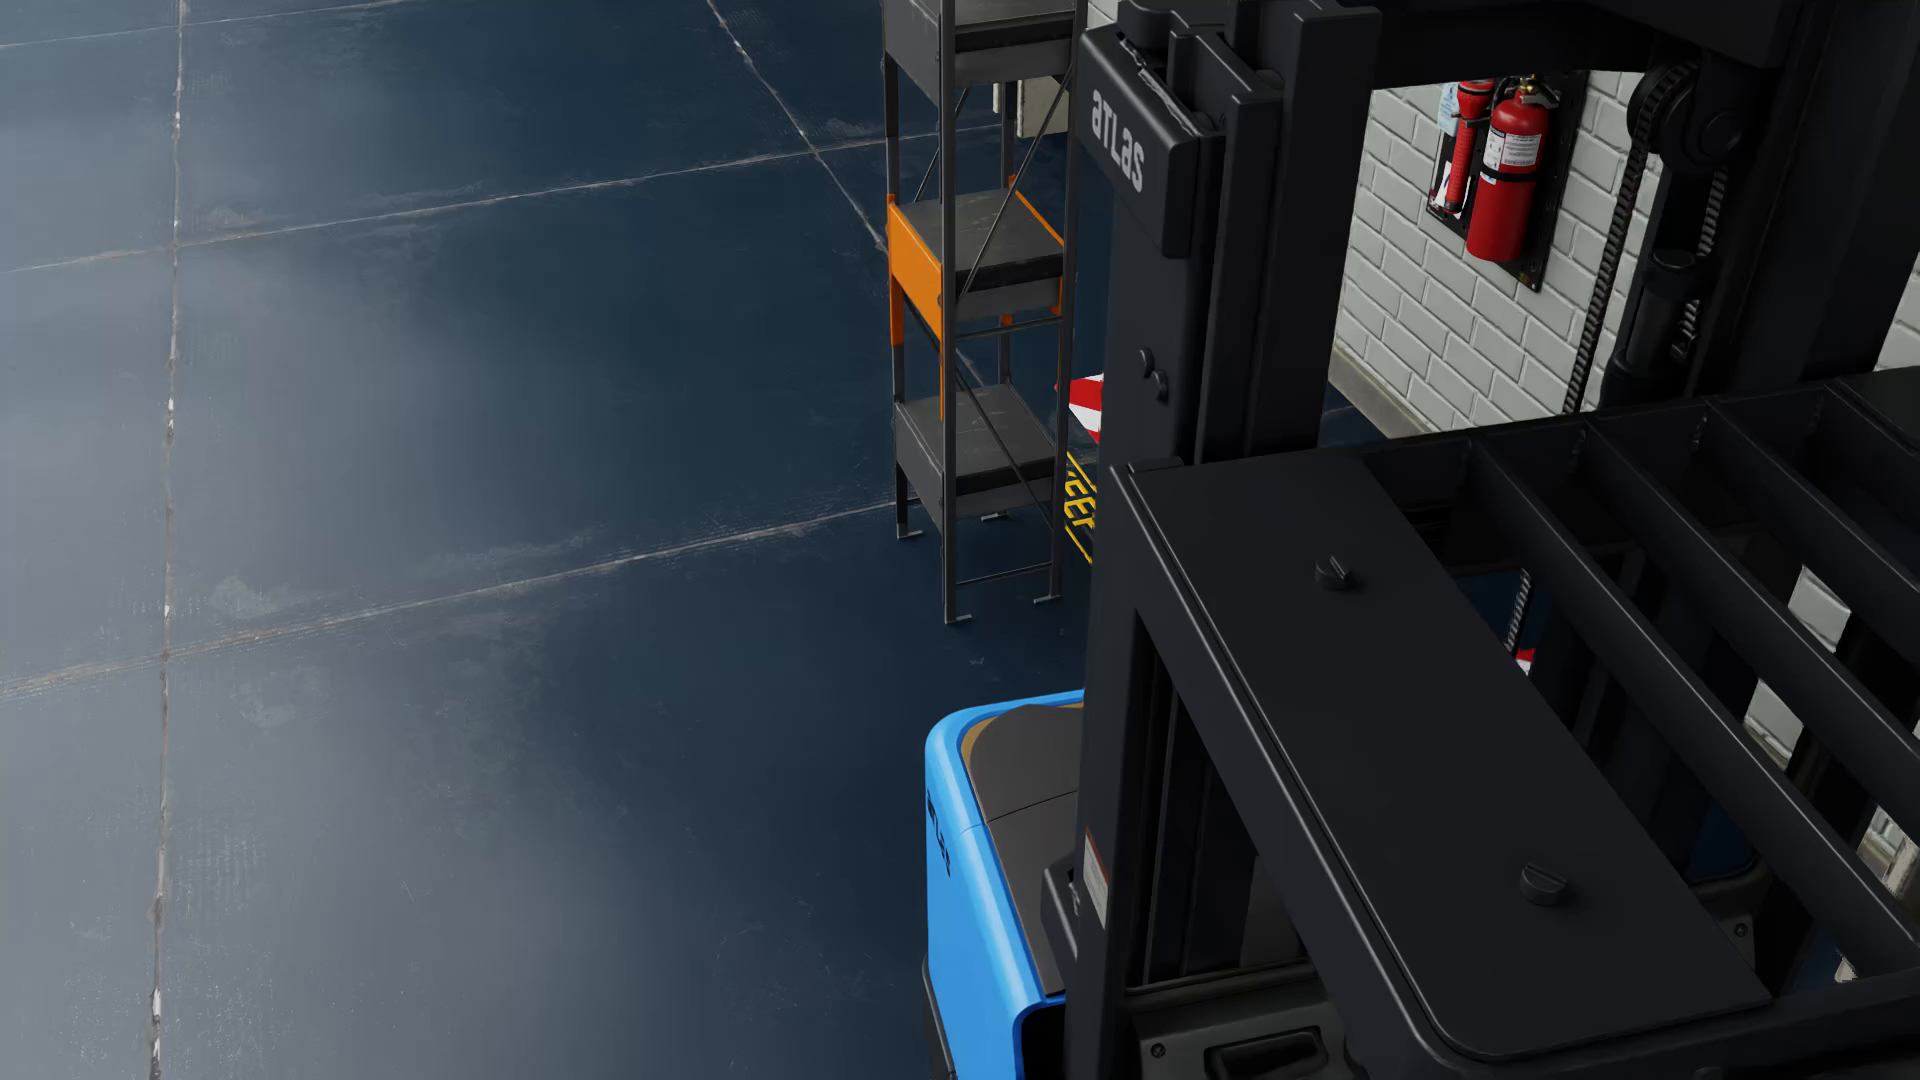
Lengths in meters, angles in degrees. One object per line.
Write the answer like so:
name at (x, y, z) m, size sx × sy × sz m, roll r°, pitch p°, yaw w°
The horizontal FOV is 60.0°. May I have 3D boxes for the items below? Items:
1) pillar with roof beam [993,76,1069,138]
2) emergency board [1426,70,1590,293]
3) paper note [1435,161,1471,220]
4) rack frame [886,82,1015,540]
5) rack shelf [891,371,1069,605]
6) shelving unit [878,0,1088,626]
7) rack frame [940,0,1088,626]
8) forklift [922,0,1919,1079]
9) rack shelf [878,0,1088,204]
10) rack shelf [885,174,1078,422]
pillar with roof beam at (-3.656, -4.893, 4.767) m, size 9.100 × 9.000 × 0.400 m, roll -12°, pitch 39°, yaw -16°
emergency board at (1.636, -1.403, 5.119) m, size 0.194 × 1.169 × 0.643 m, roll -12°, pitch 39°, yaw -16°
paper note at (1.640, -1.165, 5.536) m, size 0.016 × 0.148 × 0.142 m, roll -12°, pitch 39°, yaw -16°
rack frame at (-0.027, -0.883, 5.177) m, size 0.400 × 2.100 × 0.015 m, roll -12°, pitch 39°, yaw -16°
rack shelf at (0.057, -0.175, 5.423) m, size 0.431 × 0.518 × 0.480 m, roll -12°, pitch 39°, yaw -16°
shelving unit at (0.057, -0.745, 4.994) m, size 0.431 × 2.100 × 0.503 m, roll -12°, pitch 39°, yaw -16°
rack frame at (0.141, -0.607, 4.811) m, size 0.400 × 2.100 × 0.015 m, roll -12°, pitch 39°, yaw -16°
forklift at (0.751, 0.845, 2.192) m, size 1.130 × 2.935 × 3.031 m, roll -8°, pitch 38°, yaw -11°
rack shelf at (0.057, -1.293, 4.581) m, size 0.431 × 0.518 × 0.480 m, roll -12°, pitch 39°, yaw -16°
rack shelf at (0.057, -0.734, 5.002) m, size 0.431 × 0.518 × 0.480 m, roll -12°, pitch 39°, yaw -16°
